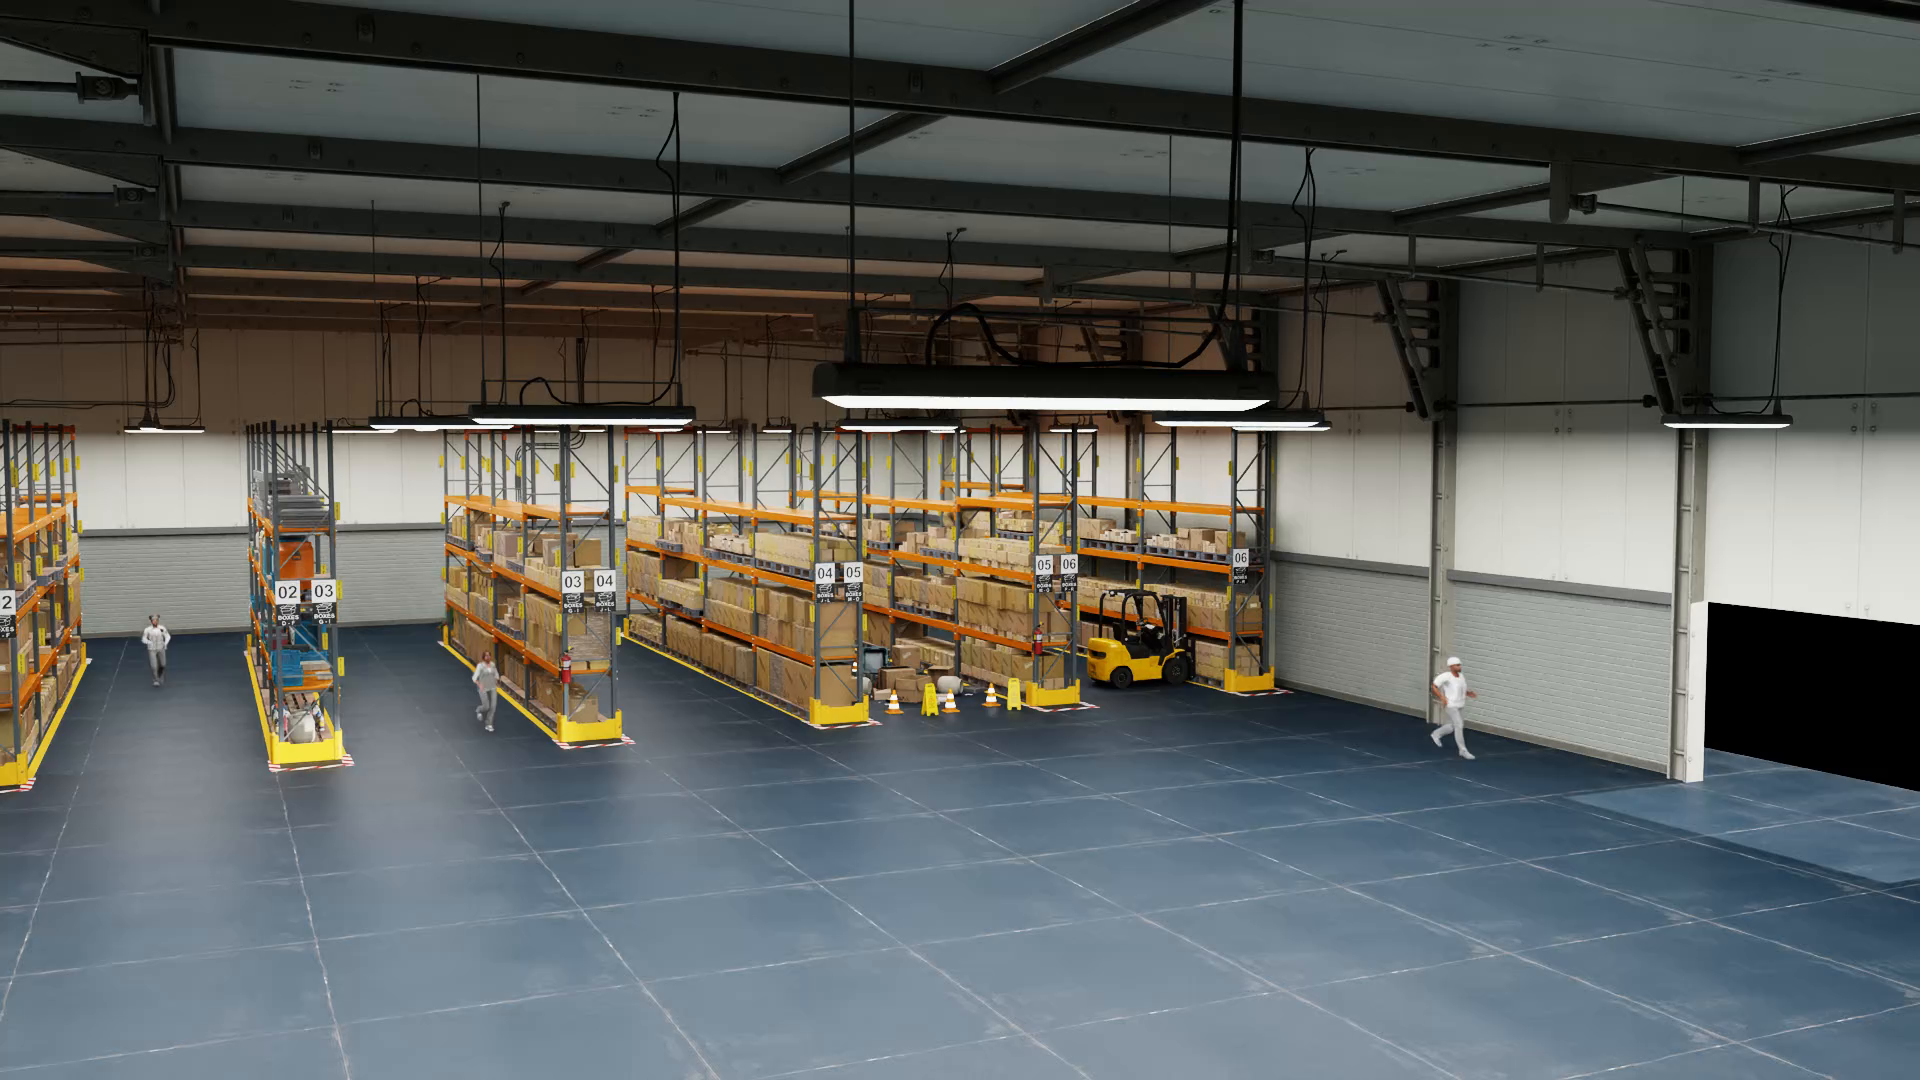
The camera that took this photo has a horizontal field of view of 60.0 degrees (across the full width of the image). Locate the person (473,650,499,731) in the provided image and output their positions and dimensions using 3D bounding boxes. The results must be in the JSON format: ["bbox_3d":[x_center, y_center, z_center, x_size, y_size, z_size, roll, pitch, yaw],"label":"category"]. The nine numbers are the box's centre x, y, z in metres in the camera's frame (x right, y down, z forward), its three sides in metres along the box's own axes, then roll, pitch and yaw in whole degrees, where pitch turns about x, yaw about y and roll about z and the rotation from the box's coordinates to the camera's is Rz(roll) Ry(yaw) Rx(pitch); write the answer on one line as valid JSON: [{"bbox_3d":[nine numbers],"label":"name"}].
[{"bbox_3d":[-9.232,2.924,32.434,0.536,1.564,0.618,-3,4,-37],"label":"person"}]

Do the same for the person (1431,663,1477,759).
[{"bbox_3d":[8.828,2.997,29.772,0.700,1.734,0.968,-3,5,-39],"label":"person"}]

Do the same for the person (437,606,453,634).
[{"bbox_3d":[-14.301,1.889,46.971,0.930,1.768,0.671,-1,4,-16],"label":"person"}]

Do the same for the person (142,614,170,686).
[{"bbox_3d":[-18.332,2.512,37.974,0.603,1.655,0.546,-2,4,-33],"label":"person"}]
